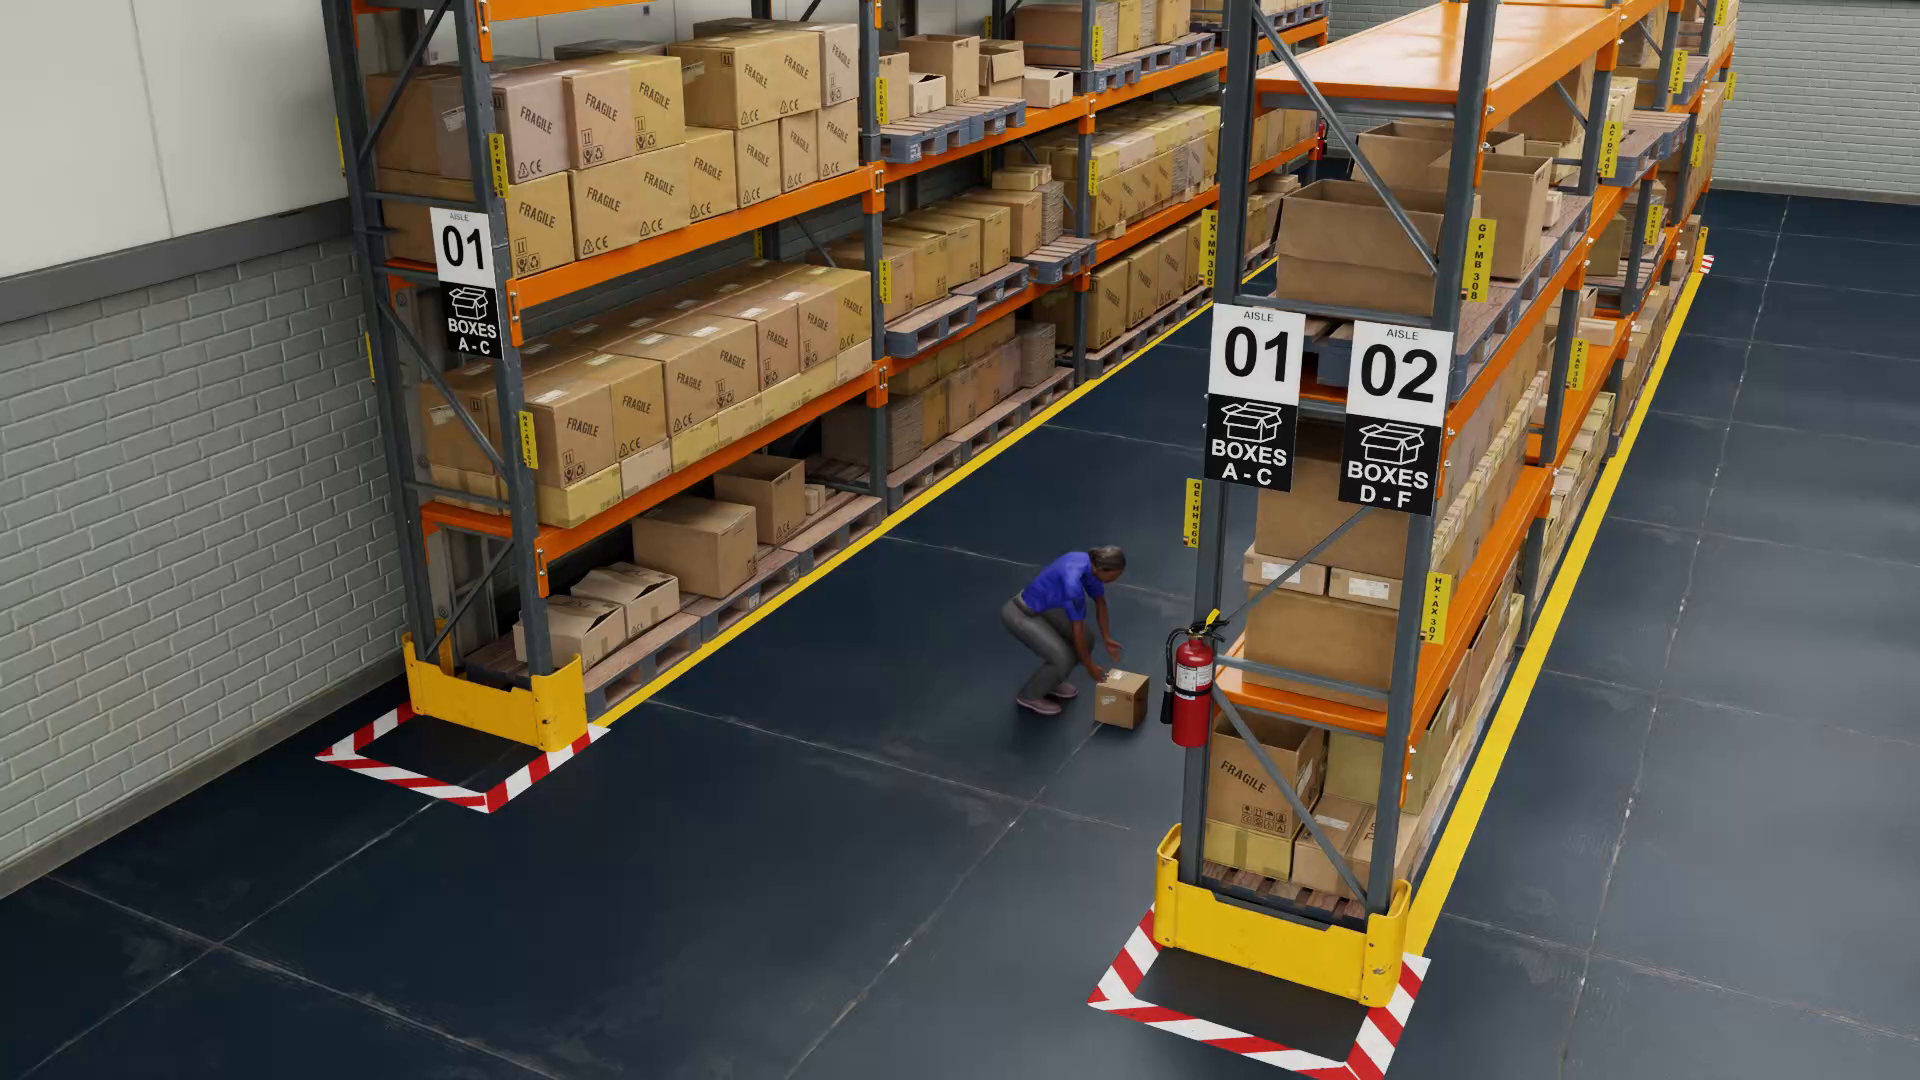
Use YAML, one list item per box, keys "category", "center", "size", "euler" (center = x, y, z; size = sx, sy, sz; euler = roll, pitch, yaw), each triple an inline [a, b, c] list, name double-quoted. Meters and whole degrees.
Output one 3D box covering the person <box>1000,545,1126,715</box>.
- category: "person"
  center: [0.642, 0.505, 10.255]
  size: [0.749, 1.106, 0.500]
  euler: [11, 25, 25]
